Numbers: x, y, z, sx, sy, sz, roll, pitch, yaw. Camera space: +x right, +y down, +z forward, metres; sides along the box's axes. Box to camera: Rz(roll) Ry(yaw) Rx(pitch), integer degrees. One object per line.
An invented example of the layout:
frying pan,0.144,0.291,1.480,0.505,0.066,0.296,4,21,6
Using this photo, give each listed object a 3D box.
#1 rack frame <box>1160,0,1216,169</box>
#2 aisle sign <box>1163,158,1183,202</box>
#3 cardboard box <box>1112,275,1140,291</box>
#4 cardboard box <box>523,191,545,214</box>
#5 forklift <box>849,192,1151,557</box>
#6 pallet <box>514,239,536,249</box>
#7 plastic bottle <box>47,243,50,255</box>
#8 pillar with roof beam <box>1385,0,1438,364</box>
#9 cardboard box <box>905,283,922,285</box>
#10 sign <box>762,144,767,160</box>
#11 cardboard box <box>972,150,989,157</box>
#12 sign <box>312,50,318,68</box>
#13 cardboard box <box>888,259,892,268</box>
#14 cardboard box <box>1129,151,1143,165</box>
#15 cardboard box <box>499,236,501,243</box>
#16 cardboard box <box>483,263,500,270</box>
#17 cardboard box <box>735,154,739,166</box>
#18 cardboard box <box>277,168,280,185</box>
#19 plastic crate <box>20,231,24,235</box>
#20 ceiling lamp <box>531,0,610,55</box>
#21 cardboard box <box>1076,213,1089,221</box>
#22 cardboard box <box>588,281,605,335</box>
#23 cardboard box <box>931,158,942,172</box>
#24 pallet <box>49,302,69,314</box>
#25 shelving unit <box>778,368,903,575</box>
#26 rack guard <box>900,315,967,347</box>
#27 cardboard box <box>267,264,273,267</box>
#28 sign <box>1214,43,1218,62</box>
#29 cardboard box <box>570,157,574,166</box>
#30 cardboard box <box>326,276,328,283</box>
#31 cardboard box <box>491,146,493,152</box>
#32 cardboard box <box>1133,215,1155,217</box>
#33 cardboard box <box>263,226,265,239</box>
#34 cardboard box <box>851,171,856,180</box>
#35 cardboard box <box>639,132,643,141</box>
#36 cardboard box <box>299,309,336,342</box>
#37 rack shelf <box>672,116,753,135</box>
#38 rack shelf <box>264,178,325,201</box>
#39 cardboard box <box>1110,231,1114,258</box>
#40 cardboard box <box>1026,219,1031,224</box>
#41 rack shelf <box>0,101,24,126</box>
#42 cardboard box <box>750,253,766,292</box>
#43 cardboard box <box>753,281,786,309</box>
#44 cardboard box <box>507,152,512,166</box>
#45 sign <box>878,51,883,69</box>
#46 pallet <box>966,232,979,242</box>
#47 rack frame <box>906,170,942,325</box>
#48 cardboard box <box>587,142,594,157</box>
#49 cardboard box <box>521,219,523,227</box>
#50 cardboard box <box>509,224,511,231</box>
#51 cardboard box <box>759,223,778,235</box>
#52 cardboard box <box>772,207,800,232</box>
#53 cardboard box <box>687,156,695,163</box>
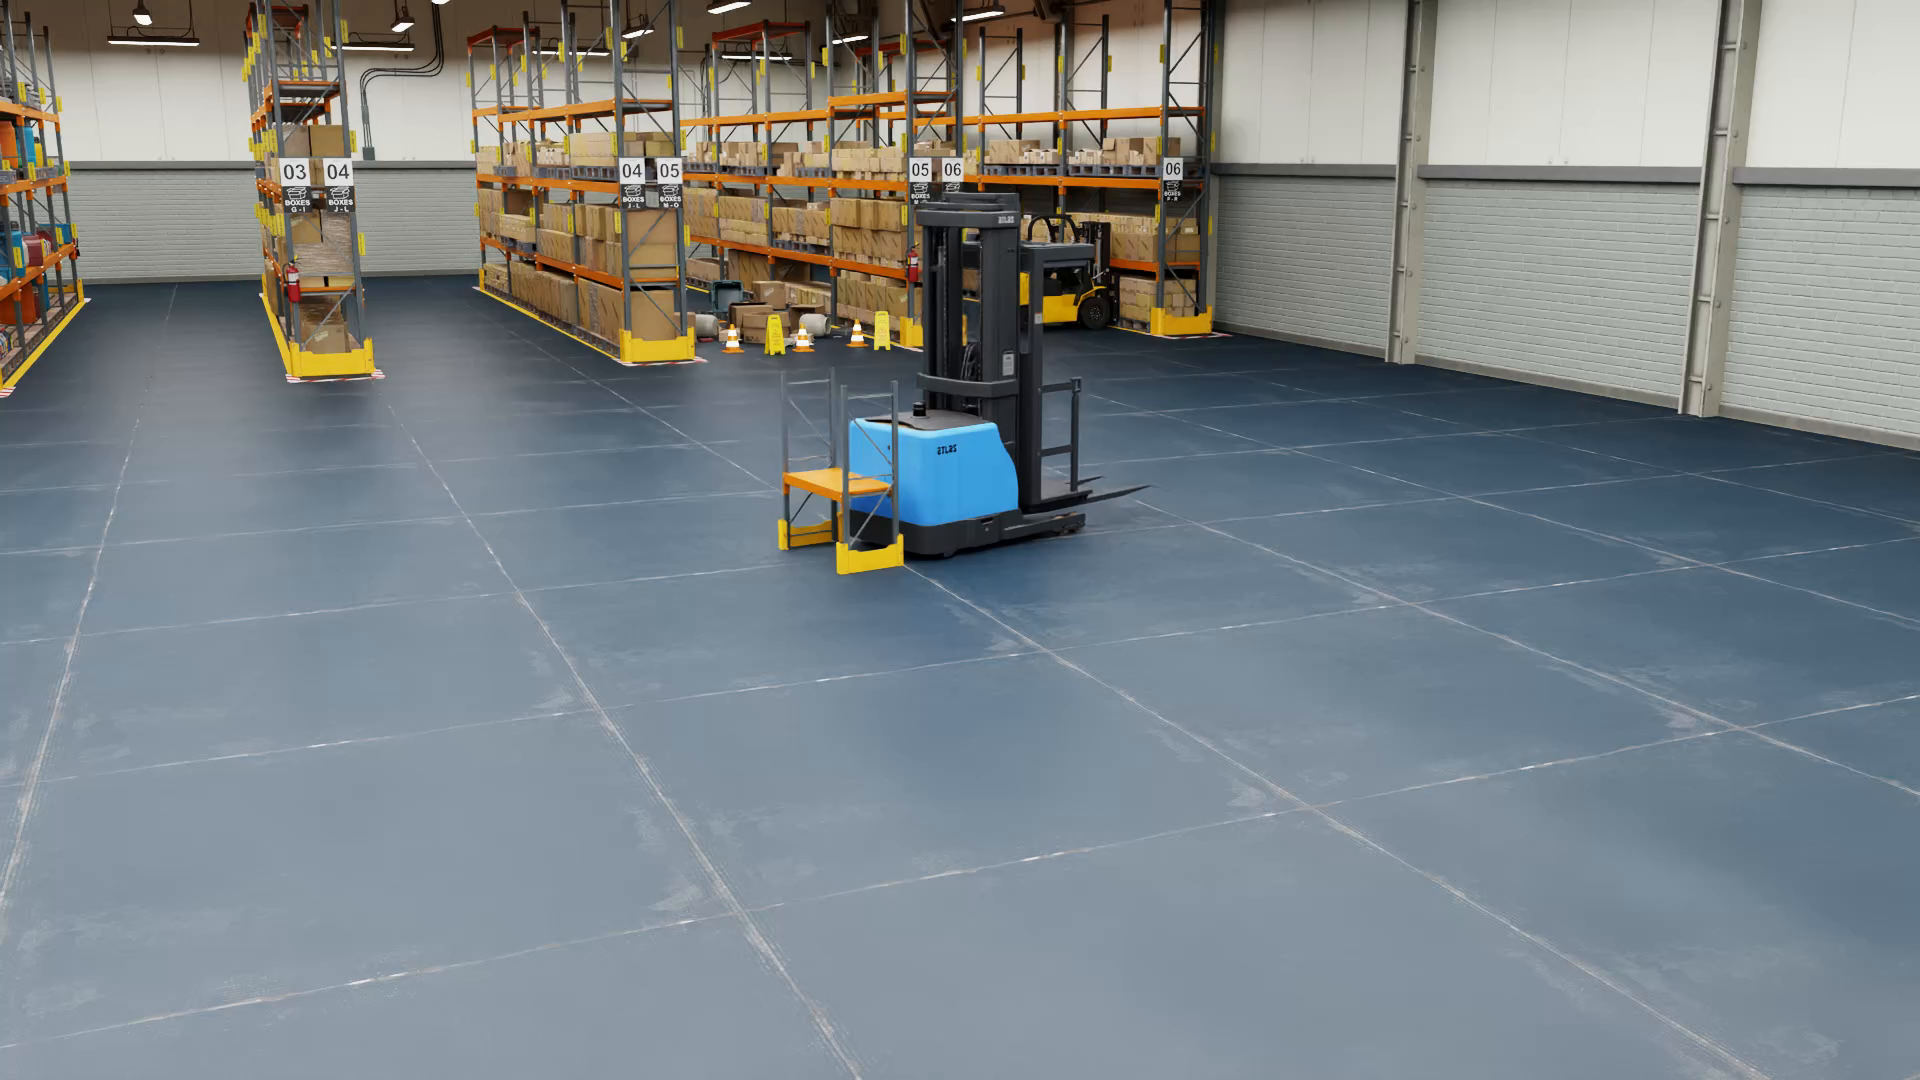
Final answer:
rack frame,4.116,-8.247,30.045,1.000,3.000,0.127,-6,14,-23
aisle sign,3.873,-6.551,30.255,0.394,0.787,0.004,-6,14,-23
cardboard box,3.224,-4.952,32.061,0.500,0.250,0.500,-5,14,-22
cardboard box,-9.690,-7.682,37.812,0.500,0.500,0.500,-5,14,-22
forklift,0.469,-1.548,14.557,3.031,2.935,1.130,-12,18,-42
pallet,-8.961,-6.372,35.673,1.003,0.211,1.213,-6,14,-23
plastic bottle,-18.256,-5.824,33.155,0.152,0.276,0.135,-6,14,-23
pillar with roof beam,3.121,-6.844,23.982,9.100,9.000,0.400,-6,14,-23
cardboard box,-0.724,-4.410,30.273,0.500,0.500,0.500,-6,14,-25
sign,-4.147,-8.231,35.308,0.100,0.325,0.005,-6,14,-23
cardboard box,0.502,-8.749,37.655,0.380,0.149,0.250,-5,14,-21
sign,-12.223,-9.100,31.485,0.100,0.325,0.005,-6,14,-23
cardboard box,-1.063,-4.908,29.480,0.380,0.149,0.250,-6,14,-24
cardboard box,3.404,-7.170,31.188,0.396,0.266,0.258,-6,14,-23
cardboard box,-10.265,-6.845,37.851,0.380,0.149,0.250,-6,14,-24
cardboard box,-11.437,-6.679,40.649,0.380,0.149,0.250,-6,14,-26
cardboard box,-4.827,-8.546,37.355,0.396,0.266,0.258,-4,14,-18
cardboard box,-10.140,-5.548,25.368,0.500,0.250,0.500,-6,14,-23
plastic crate,-19.356,-6.099,33.972,0.392,0.384,0.575,-6,14,-23
ceiling lamp,-10.137,-14.283,43.179,2.000,3.185,0.800,-6,14,-23
cardboard box,2.573,-6.523,33.583,0.380,0.149,0.250,-5,14,-22
cardboard box,-5.976,-4.081,29.130,0.875,0.875,0.875,-6,14,-23
cardboard box,-0.388,-6.536,28.979,0.500,0.250,0.500,-6,14,-24
pallet,-19.186,-4.802,34.649,1.003,0.211,1.213,-6,14,-23
shelving unit,-0.994,-0.593,13.604,0.587,1.500,1.083,-8,16,-32
rack guard,-0.461,-3.673,29.131,1.175,0.500,0.348,-6,14,-23
cardboard box,-13.323,-5.132,33.670,1.225,0.875,0.875,-6,14,-23
sign,4.627,-8.828,30.133,0.100,0.325,0.005,-6,14,-23
cardboard box,-6.694,-6.720,29.504,0.380,0.149,0.250,-6,14,-24
cardboard box,-9.695,-4.094,25.964,0.380,0.149,0.250,-6,14,-23
cardboard box,-10.534,-8.967,38.149,0.380,0.149,0.250,-6,14,-25
cardboard box,3.583,-6.245,32.379,0.380,0.149,0.250,-6,14,-23
cardboard box,-15.150,-6.811,36.817,0.500,0.250,0.500,-5,14,-22
cardboard box,-1.815,-6.798,30.995,0.380,0.149,0.250,-5,14,-21
cardboard box,-5.071,-6.643,27.401,0.380,0.149,0.250,-5,14,-22
cardboard box,-10.754,-3.589,27.838,0.500,0.500,0.500,-1,13,-5
rack shelf,-6.039,-10.145,40.728,1.077,0.370,4.000,-6,14,-23
rack shelf,-11.915,-6.330,30.013,1.077,0.370,4.000,-6,14,-23
cardboard box,3.061,-5.768,32.416,0.500,0.500,0.500,-6,14,-23
cardboard box,1.634,-6.827,35.555,0.380,0.149,0.250,-5,14,-22
rack shelf,-16.453,-7.150,27.787,1.077,0.370,4.000,-6,14,-23
cardboard box,-4.190,-6.032,37.562,0.875,0.875,0.875,-5,14,-22
cardboard box,-3.652,-4.686,31.827,0.500,0.500,0.500,-6,14,-23
cardboard box,-9.573,-8.308,36.228,0.500,0.311,0.500,-6,14,-24
sign,-1.529,-9.163,31.757,0.100,0.325,0.005,-6,14,-23
pallet,0.575,-7.017,38.462,1.213,0.211,1.003,-6,14,-23
rack frame,-0.431,-4.875,28.781,1.000,3.000,0.127,-6,14,-23
cardboard box,-5.980,-6.581,28.019,0.500,0.250,0.500,-5,14,-22
cardboard box,-8.846,-6.544,34.298,0.380,0.149,0.250,-6,14,-24
cardboard box,-9.466,-6.720,35.718,0.380,0.149,0.250,-6,14,-24
cardboard box,-4.062,-6.776,36.216,0.500,0.250,0.500,-6,14,-23
cardboard box,-3.667,-6.812,35.338,0.500,0.500,0.500,-6,14,-25
cardboard box,-6.615,-9.527,41.634,0.380,0.149,0.250,-5,14,-21
